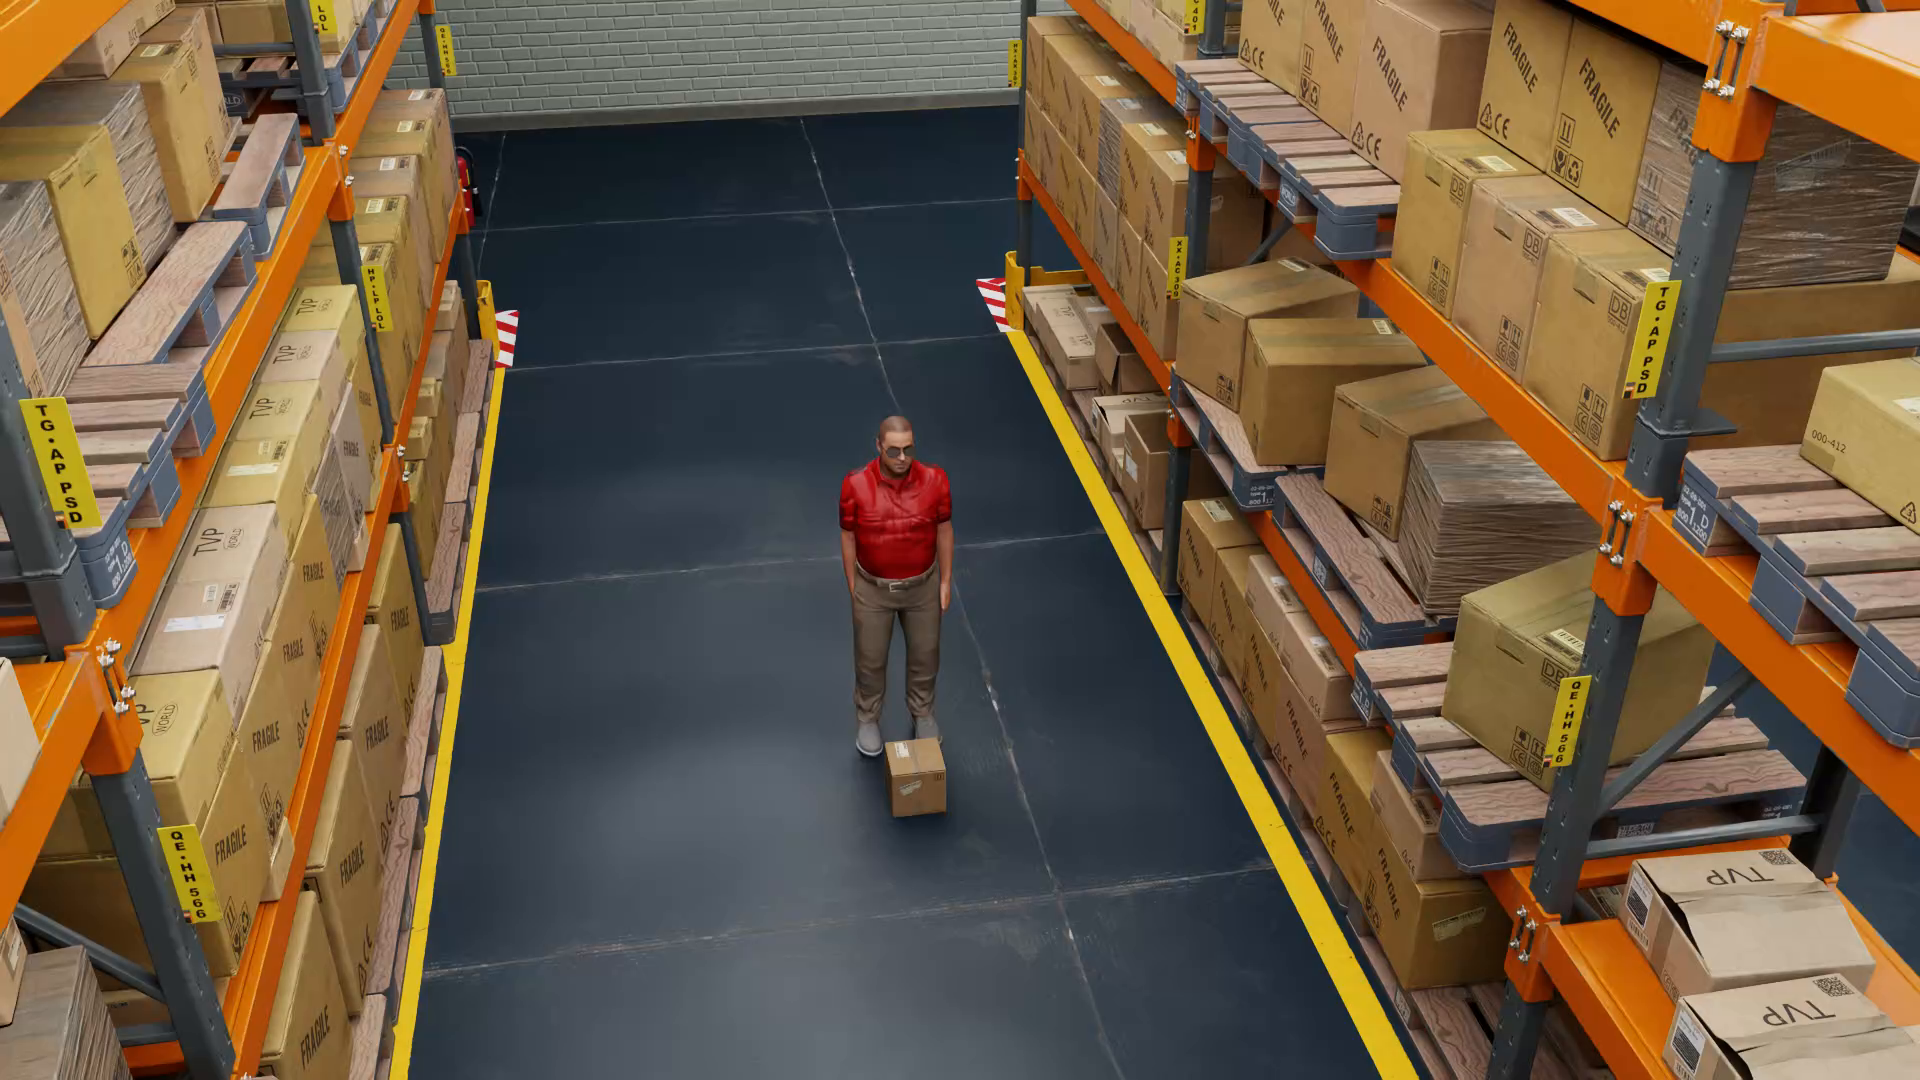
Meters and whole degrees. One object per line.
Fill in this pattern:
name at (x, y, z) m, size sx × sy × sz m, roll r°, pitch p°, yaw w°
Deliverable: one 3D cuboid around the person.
person at (-0.282, 0.226, 7.778) m, size 0.526 × 1.723 × 0.361 m, roll -5°, pitch 31°, yaw -8°
